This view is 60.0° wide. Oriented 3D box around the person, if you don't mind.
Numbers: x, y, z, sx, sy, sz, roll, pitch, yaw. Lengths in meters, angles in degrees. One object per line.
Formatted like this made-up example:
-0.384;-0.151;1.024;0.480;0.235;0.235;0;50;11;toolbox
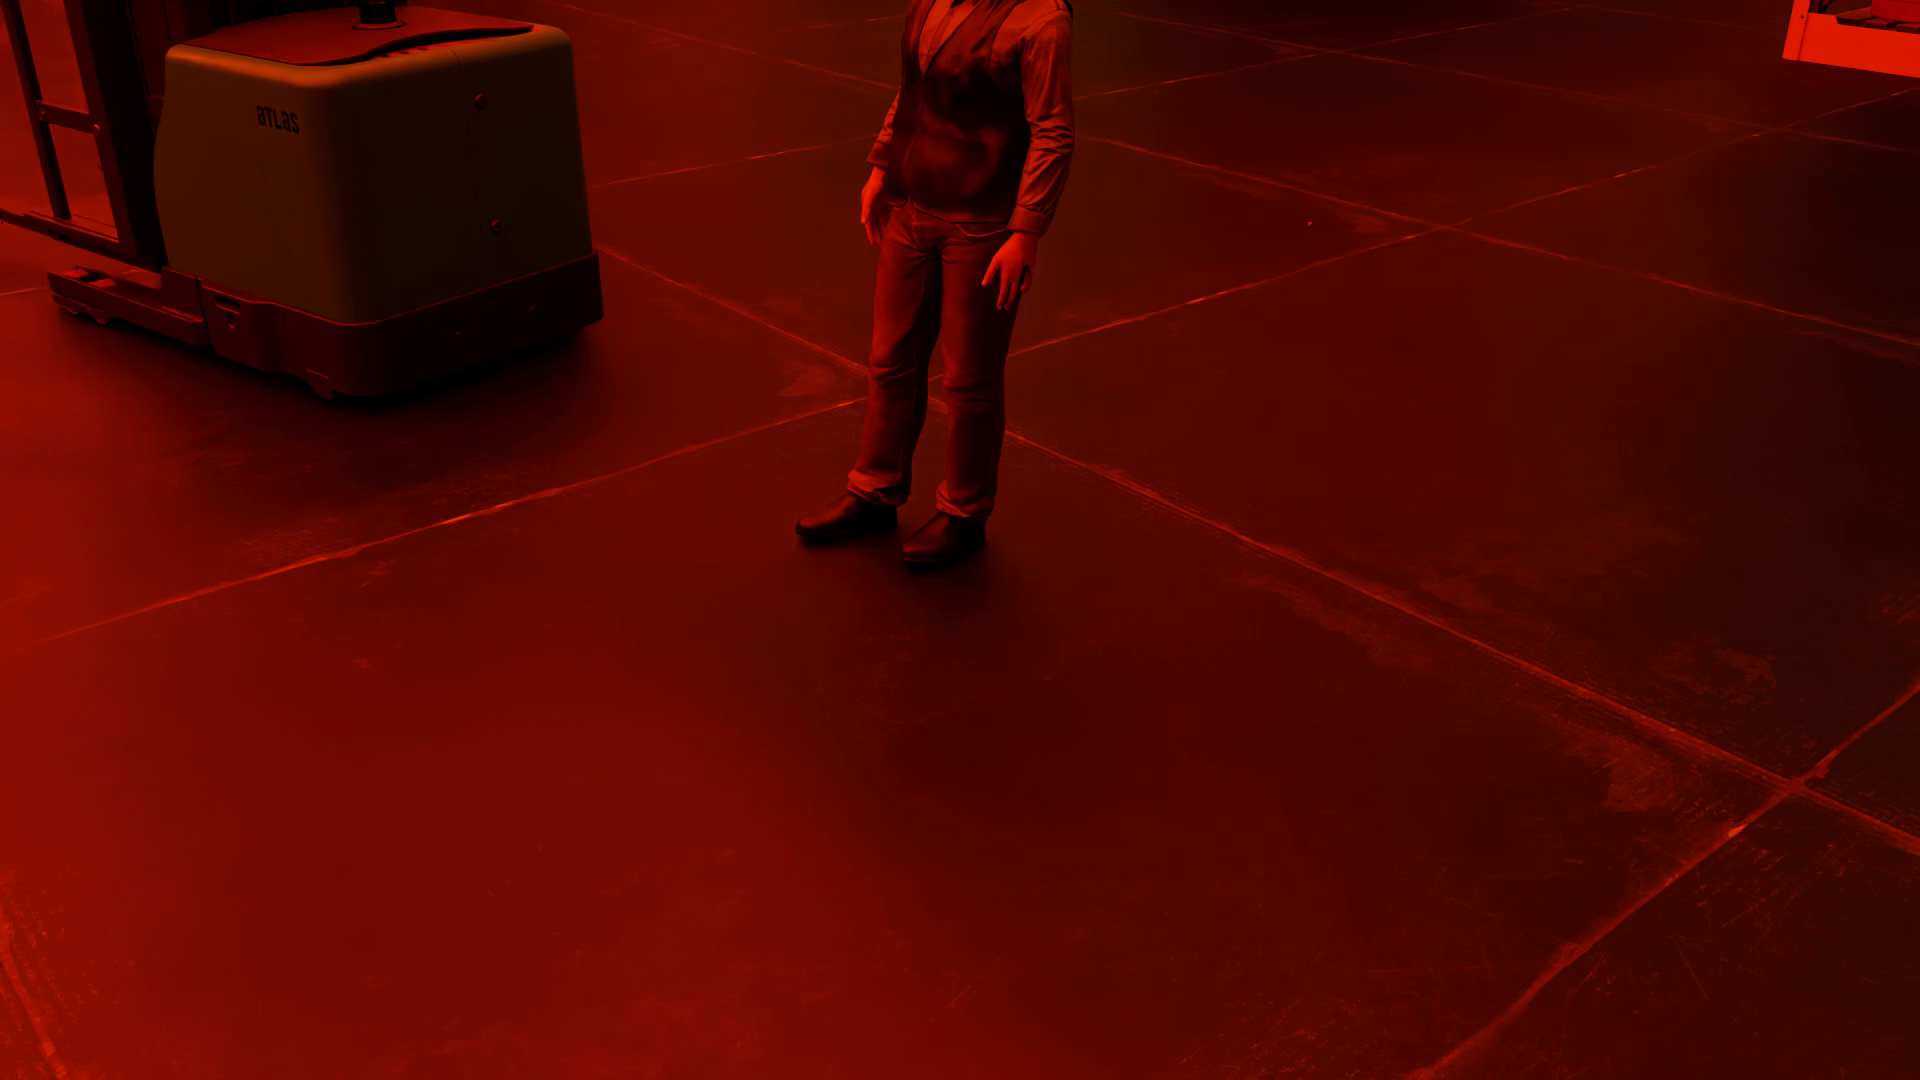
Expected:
-0.053;-0.763;4.085;0.568;1.720;0.632;-20;33;-35;person

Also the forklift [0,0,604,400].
-2.760;-2.270;5.779;3.031;2.935;1.130;18;32;32;forklift
